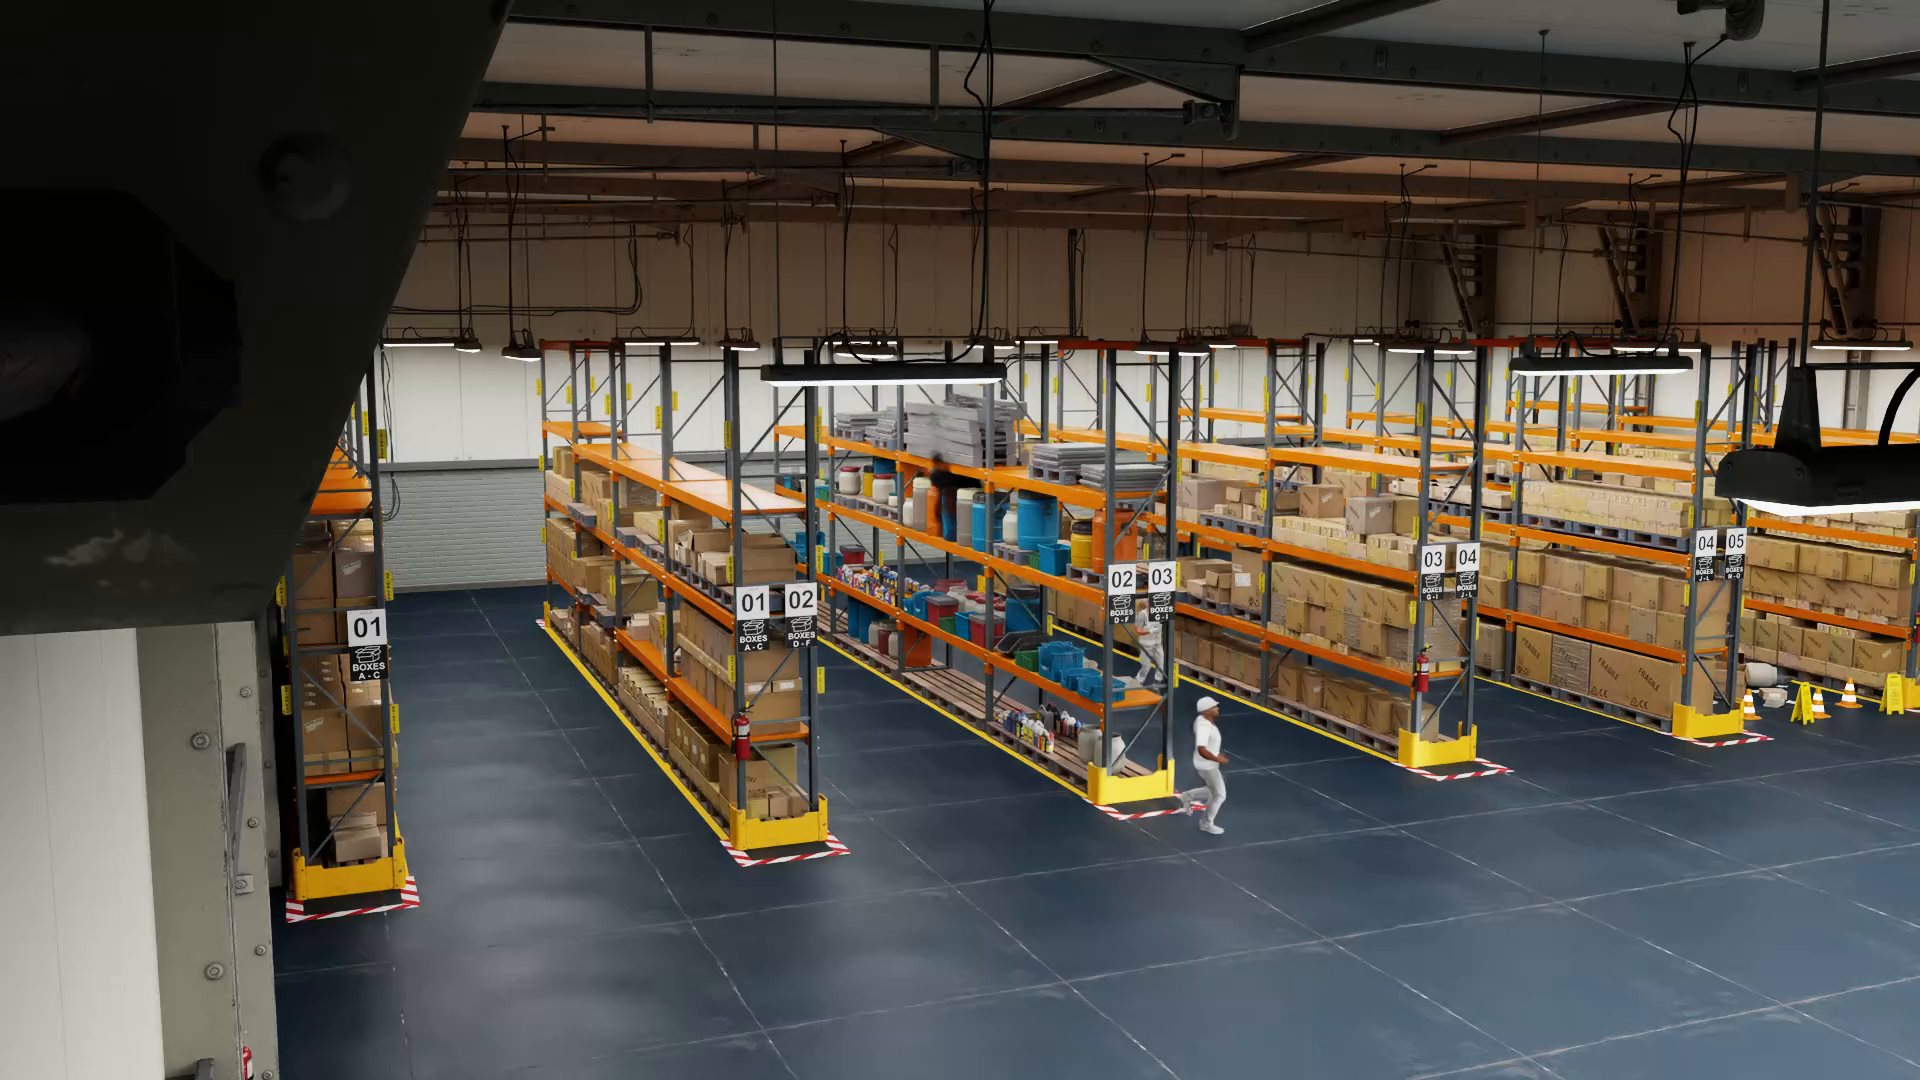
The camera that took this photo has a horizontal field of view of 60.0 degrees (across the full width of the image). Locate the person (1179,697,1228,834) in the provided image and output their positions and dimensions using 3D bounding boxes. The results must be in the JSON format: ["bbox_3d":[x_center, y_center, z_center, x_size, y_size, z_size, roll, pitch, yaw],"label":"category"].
[{"bbox_3d":[3.038,2.801,20.731,0.584,1.725,0.725,1,7,4],"label":"person"}]

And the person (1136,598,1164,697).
[{"bbox_3d":[3.239,1.804,28.038,0.632,1.824,0.705,-4,9,-31],"label":"person"}]

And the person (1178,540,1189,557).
[{"bbox_3d":[5.634,0.051,42.170,0.508,1.558,0.627,7,10,42],"label":"person"}]
